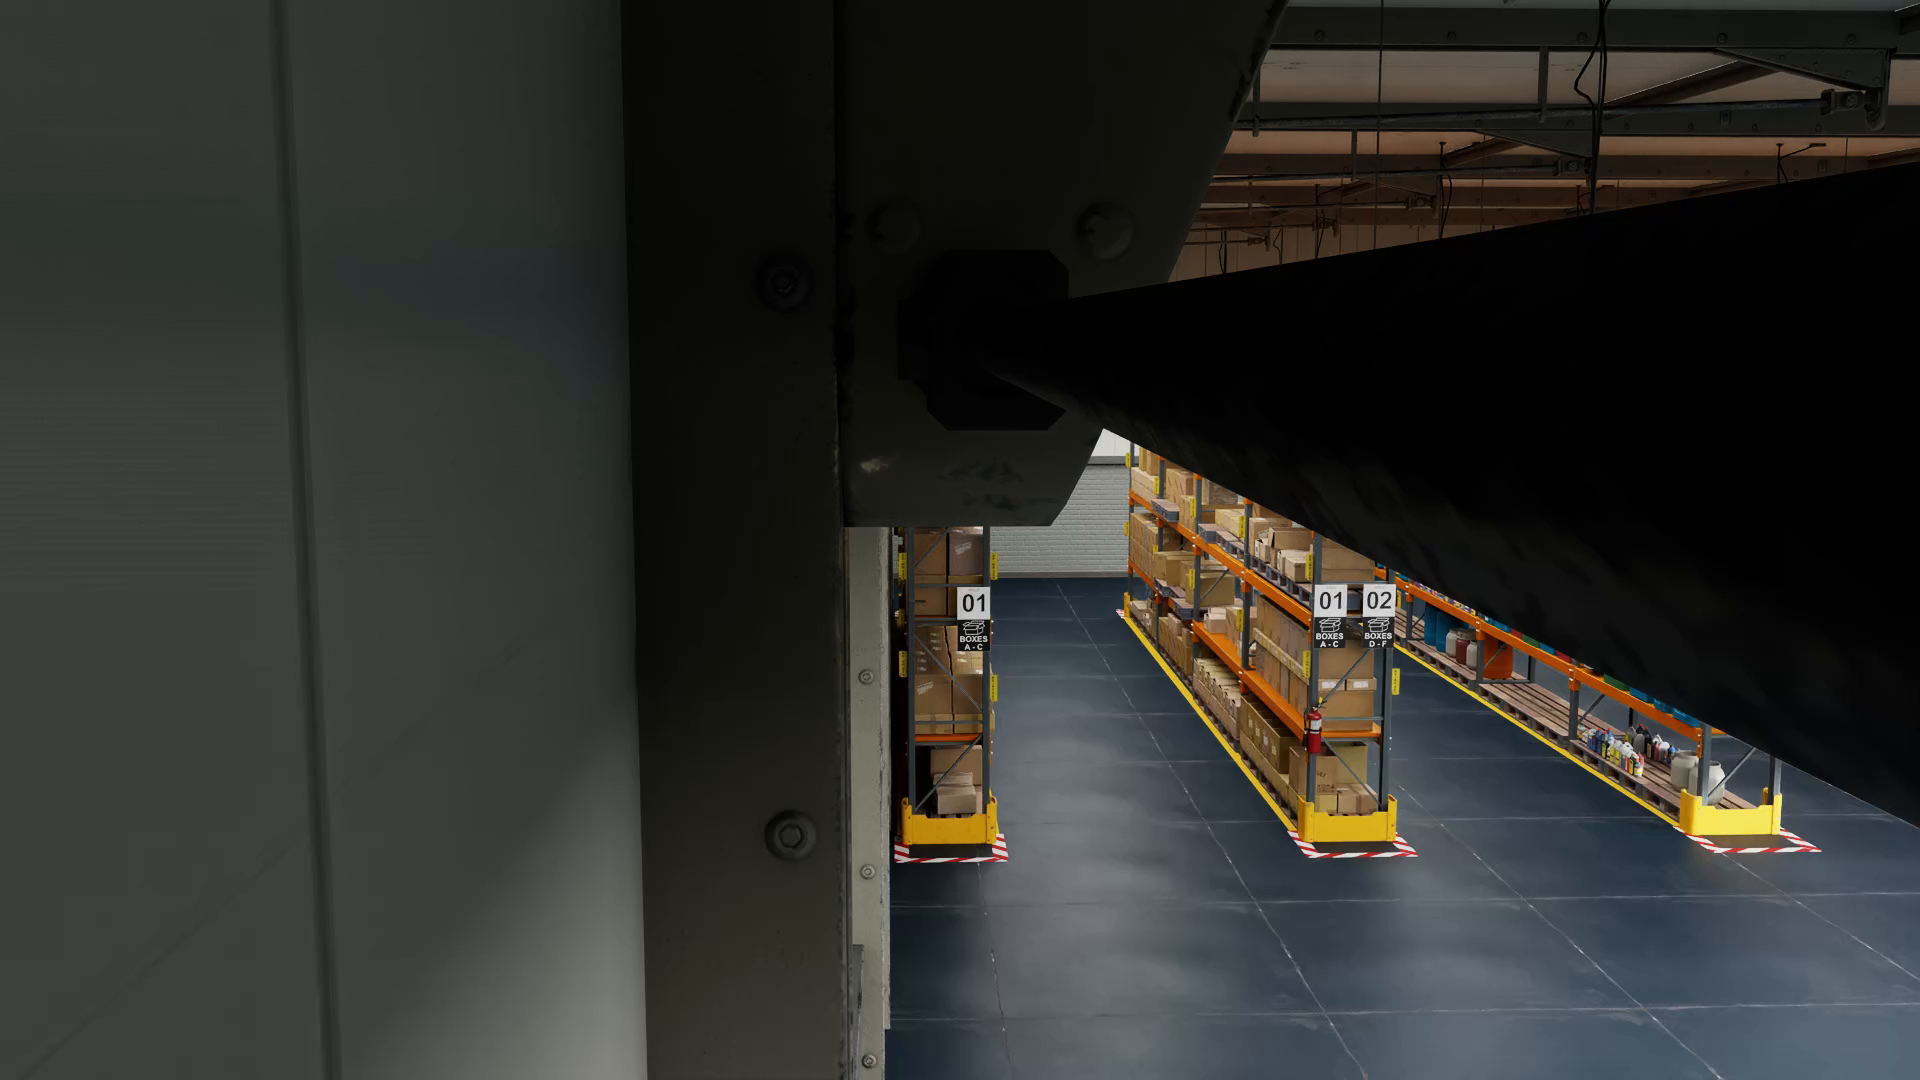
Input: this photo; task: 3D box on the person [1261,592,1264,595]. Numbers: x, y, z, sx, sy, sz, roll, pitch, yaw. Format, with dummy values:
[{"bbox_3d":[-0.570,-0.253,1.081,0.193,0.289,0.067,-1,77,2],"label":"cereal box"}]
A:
[{"bbox_3d":[6.452,1.154,33.592,0.656,1.806,0.821,-2,8,-17],"label":"person"}]
